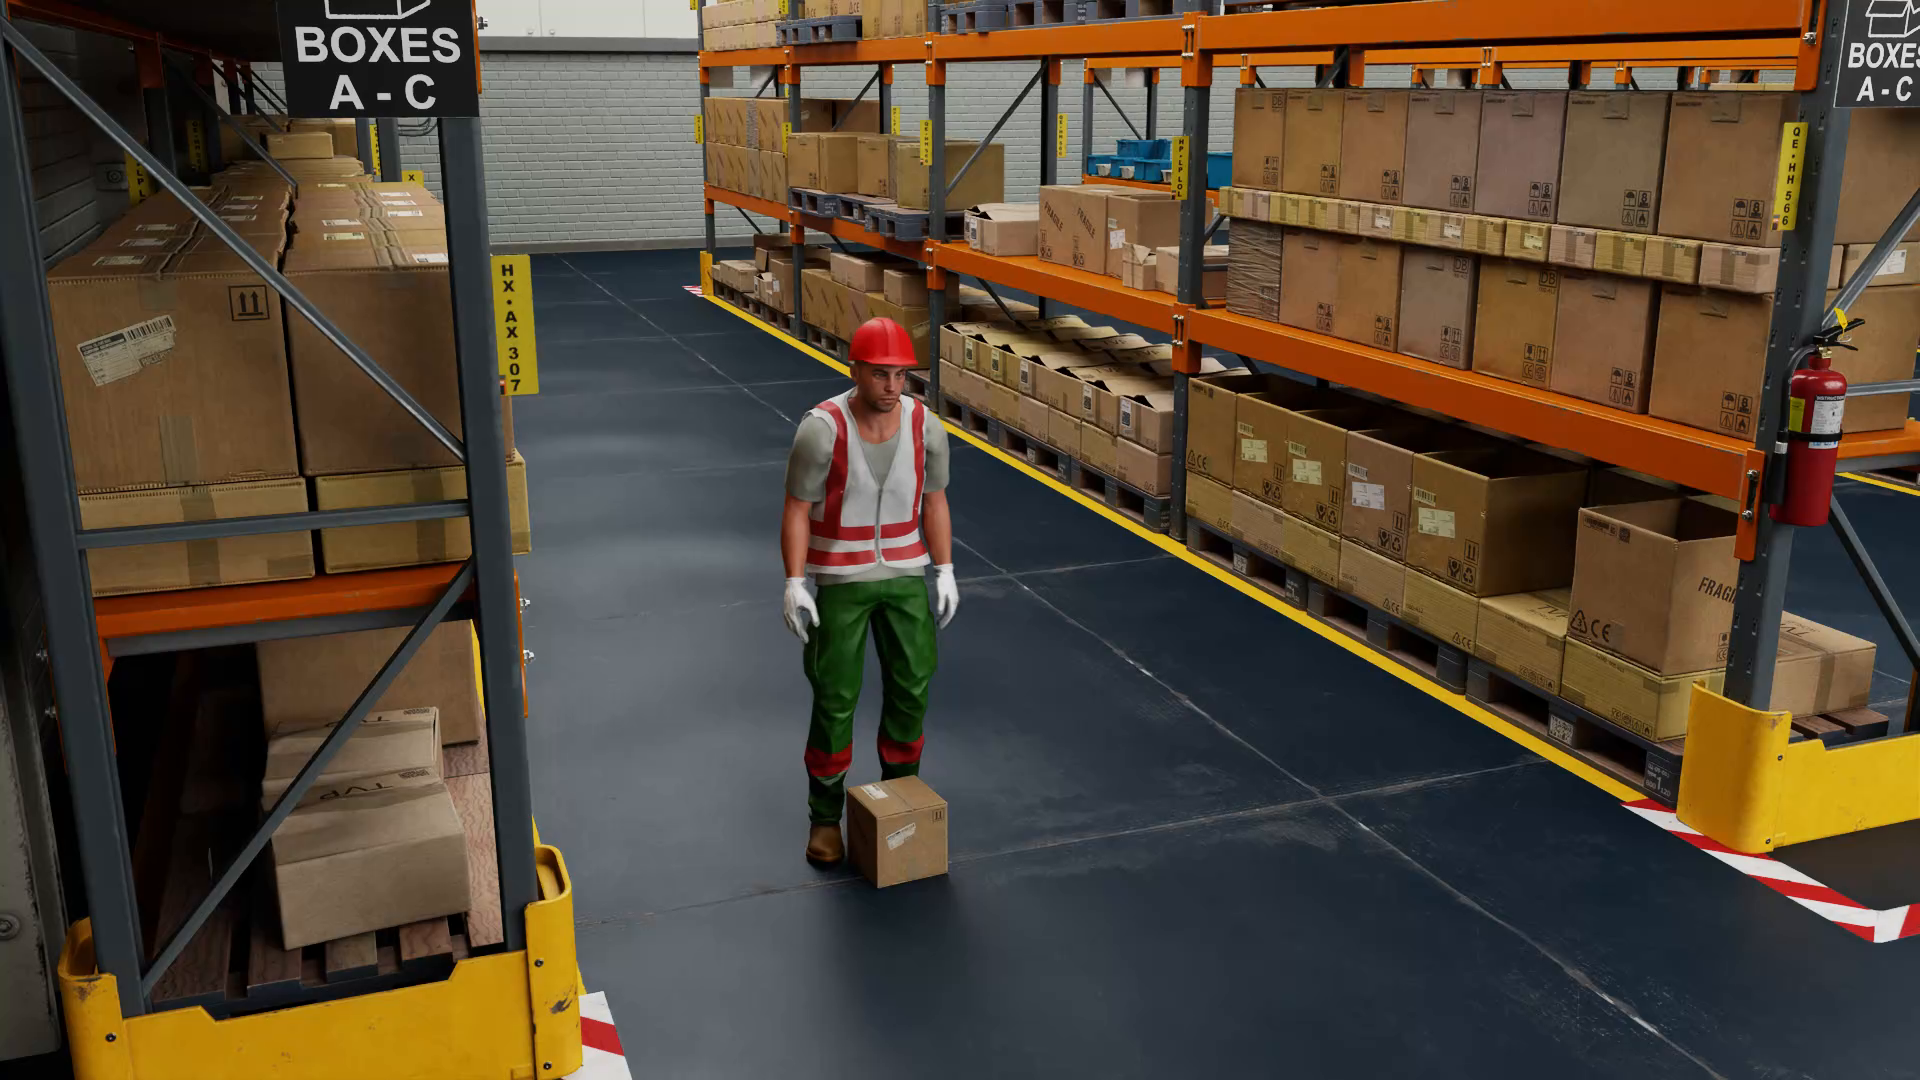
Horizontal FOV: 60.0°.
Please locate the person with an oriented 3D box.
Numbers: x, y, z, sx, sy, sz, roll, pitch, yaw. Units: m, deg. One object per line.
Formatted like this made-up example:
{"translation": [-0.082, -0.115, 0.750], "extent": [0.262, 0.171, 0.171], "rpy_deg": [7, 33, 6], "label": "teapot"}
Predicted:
{"translation": [-0.290, 0.155, 5.435], "extent": [0.604, 1.778, 0.453], "rpy_deg": [-6, 16, -20], "label": "person"}
